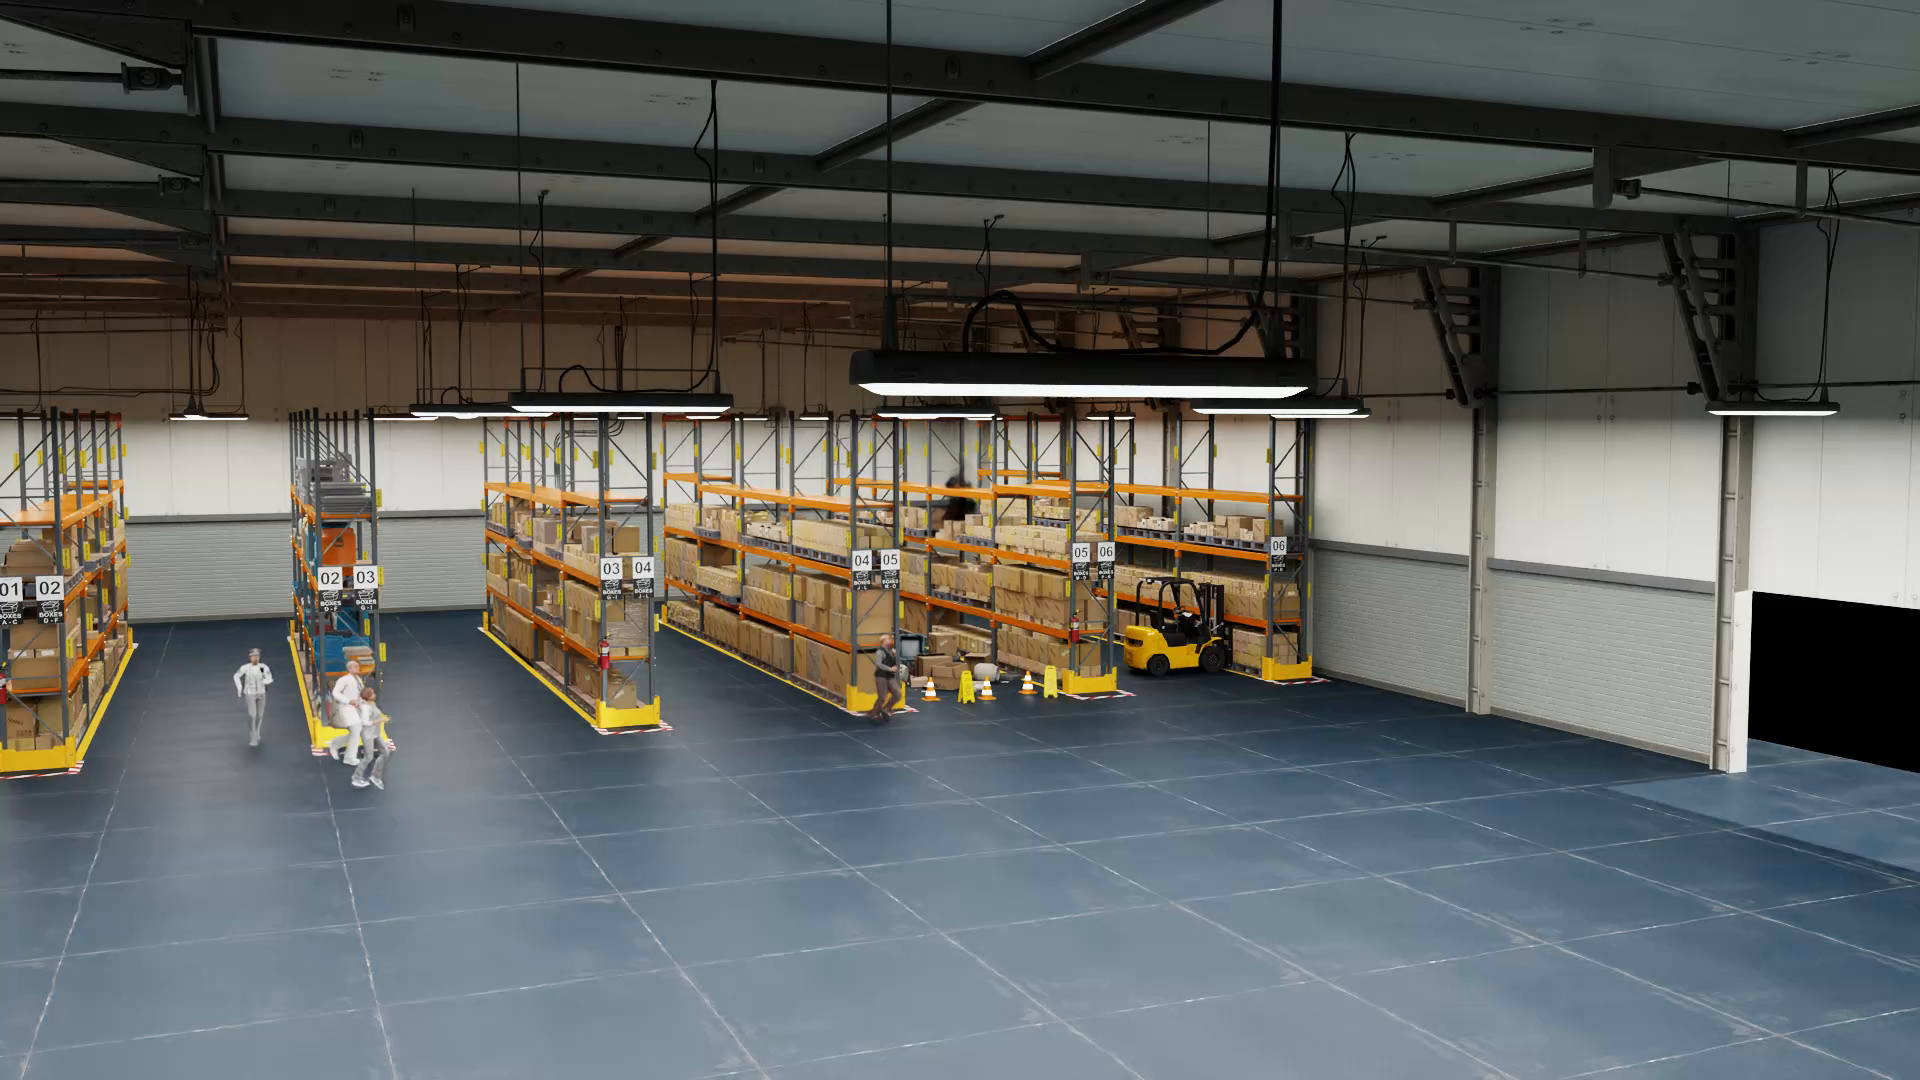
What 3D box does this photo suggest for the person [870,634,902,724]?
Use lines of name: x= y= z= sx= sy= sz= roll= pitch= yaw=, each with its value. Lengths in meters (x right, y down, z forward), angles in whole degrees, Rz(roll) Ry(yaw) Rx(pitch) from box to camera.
person: x=-1.374 y=2.652 z=31.719 sx=0.652 sy=1.707 sz=0.669 roll=2 pitch=5 yaw=31

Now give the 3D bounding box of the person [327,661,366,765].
person: x=-10.336 y=2.949 z=28.097 sx=0.730 sy=1.649 sz=0.750 roll=1 pitch=4 yaw=13

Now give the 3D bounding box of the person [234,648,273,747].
person: x=-12.588 y=2.801 z=29.696 sx=0.576 sy=1.749 sz=0.732 roll=-3 pitch=5 yaw=-37

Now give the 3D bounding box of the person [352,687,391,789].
person: x=-9.197 y=3.103 z=26.008 sx=0.650 sy=1.625 sz=0.513 roll=0 pitch=4 yaw=3
